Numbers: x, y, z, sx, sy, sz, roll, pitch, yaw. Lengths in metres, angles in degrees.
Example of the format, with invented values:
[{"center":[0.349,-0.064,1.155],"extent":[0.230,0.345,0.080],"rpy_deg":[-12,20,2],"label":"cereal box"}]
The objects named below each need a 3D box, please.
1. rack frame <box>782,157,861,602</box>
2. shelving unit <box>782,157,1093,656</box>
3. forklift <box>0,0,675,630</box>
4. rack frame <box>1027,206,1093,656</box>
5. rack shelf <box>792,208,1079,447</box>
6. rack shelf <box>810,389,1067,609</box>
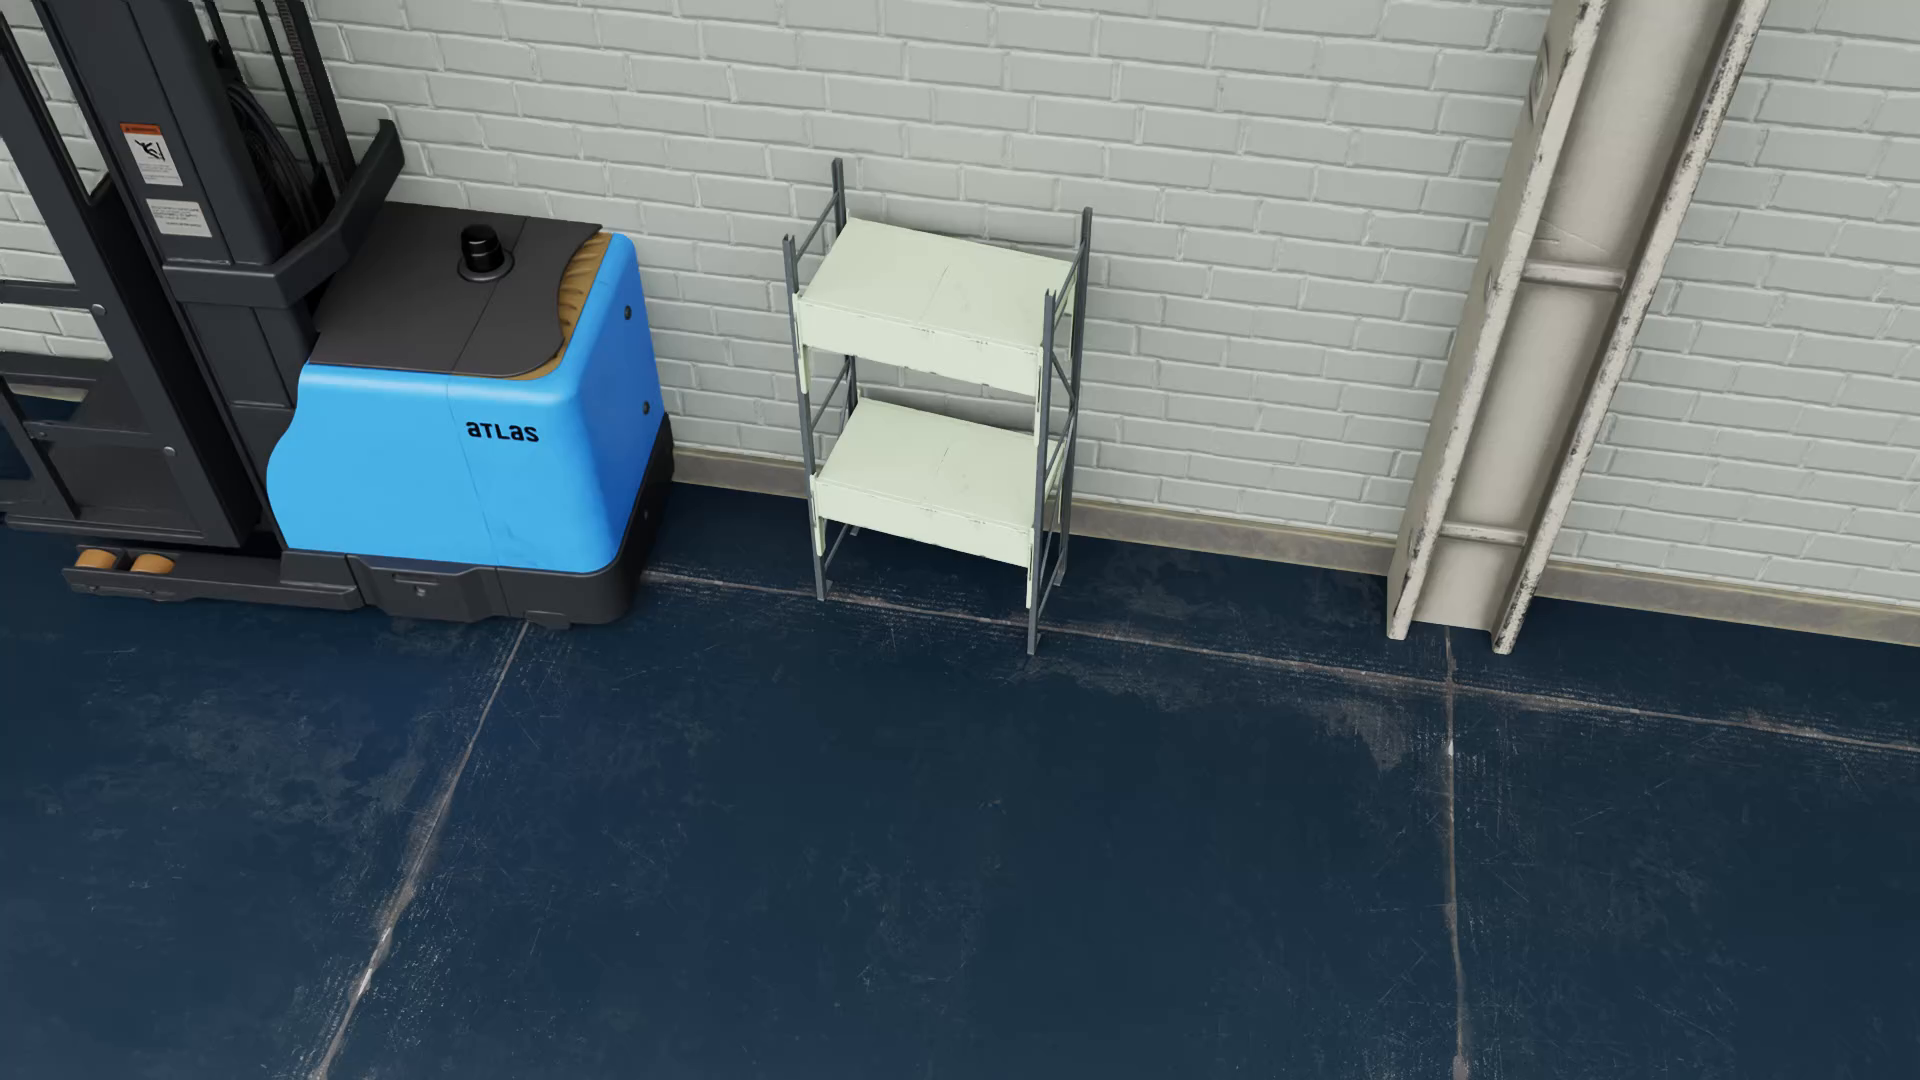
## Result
[{"center":[-0.404,-0.438,5.136],"extent":[0.023,1.500,0.400],"rpy_deg":[14,50,12],"label":"rack frame"},{"center":[-0.057,-0.354,5.059],"extent":[0.755,1.500,0.431],"rpy_deg":[14,50,12],"label":"shelving unit"},{"center":[-2.536,-1.162,4.823],"extent":[3.031,2.935,1.130],"rpy_deg":[5,48,4],"label":"forklift"},{"center":[0.291,-0.269,4.983],"extent":[0.023,1.500,0.400],"rpy_deg":[14,50,12],"label":"rack frame"},{"center":[-0.057,-0.614,4.769],"extent":[0.720,0.370,0.431],"rpy_deg":[14,50,12],"label":"rack shelf"},{"center":[-0.057,-0.136,5.302],"extent":[0.720,0.370,0.431],"rpy_deg":[14,50,12],"label":"rack shelf"}]
